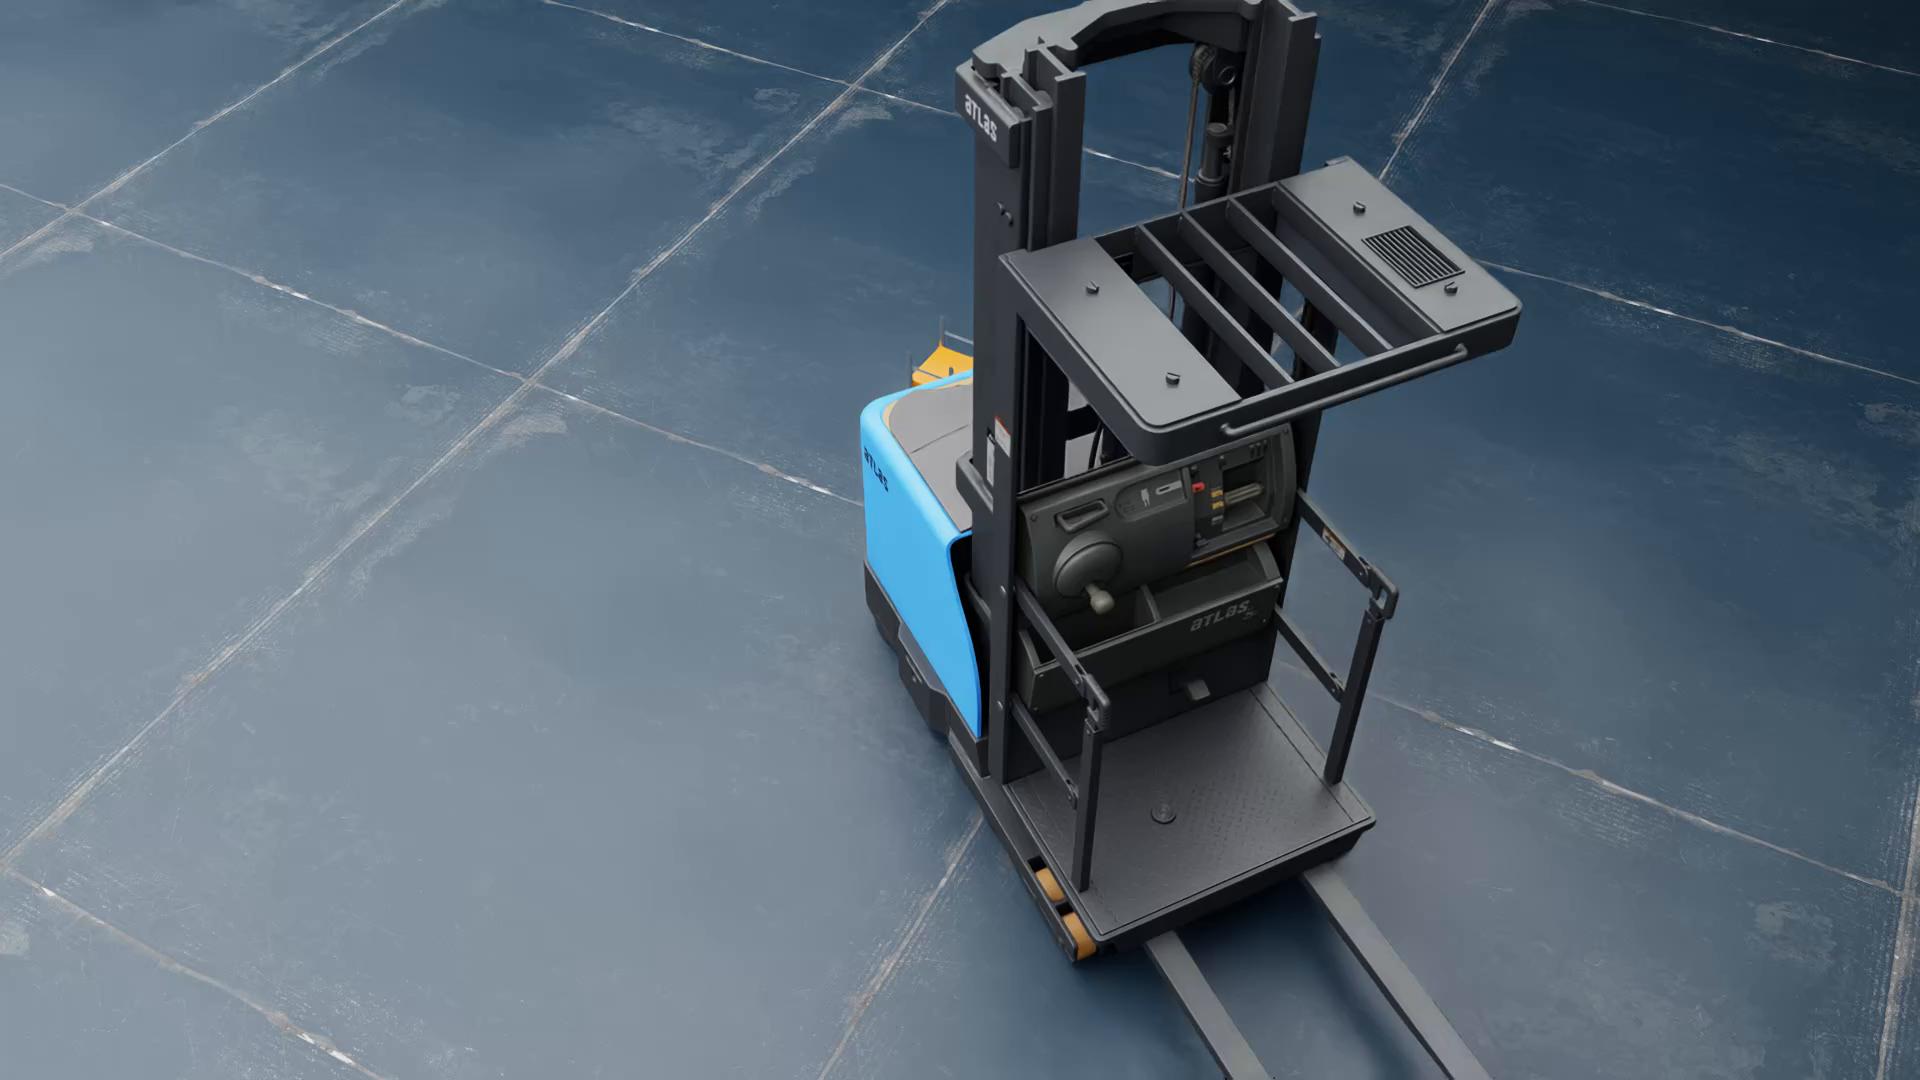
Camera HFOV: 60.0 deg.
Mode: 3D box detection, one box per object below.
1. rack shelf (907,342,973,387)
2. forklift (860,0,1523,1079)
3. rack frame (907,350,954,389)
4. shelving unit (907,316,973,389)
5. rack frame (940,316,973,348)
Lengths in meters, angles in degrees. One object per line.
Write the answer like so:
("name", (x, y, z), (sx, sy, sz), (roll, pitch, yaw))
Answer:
("rack shelf", (-0.050, -0.574, 6.475), (0.215, 0.259, 0.240), (23, 50, 21))
("forklift", (0.718, 0.024, 4.945), (1.130, 2.935, 3.031), (-19, 48, -18))
("rack frame", (-0.111, -0.307, 6.596), (0.200, 1.050, 0.008), (23, 50, 21))
("shelving unit", (-0.050, -0.382, 6.670), (0.215, 1.050, 0.252), (23, 50, 21))
("rack frame", (0.012, -0.457, 6.744), (0.200, 1.050, 0.008), (23, 50, 21))
